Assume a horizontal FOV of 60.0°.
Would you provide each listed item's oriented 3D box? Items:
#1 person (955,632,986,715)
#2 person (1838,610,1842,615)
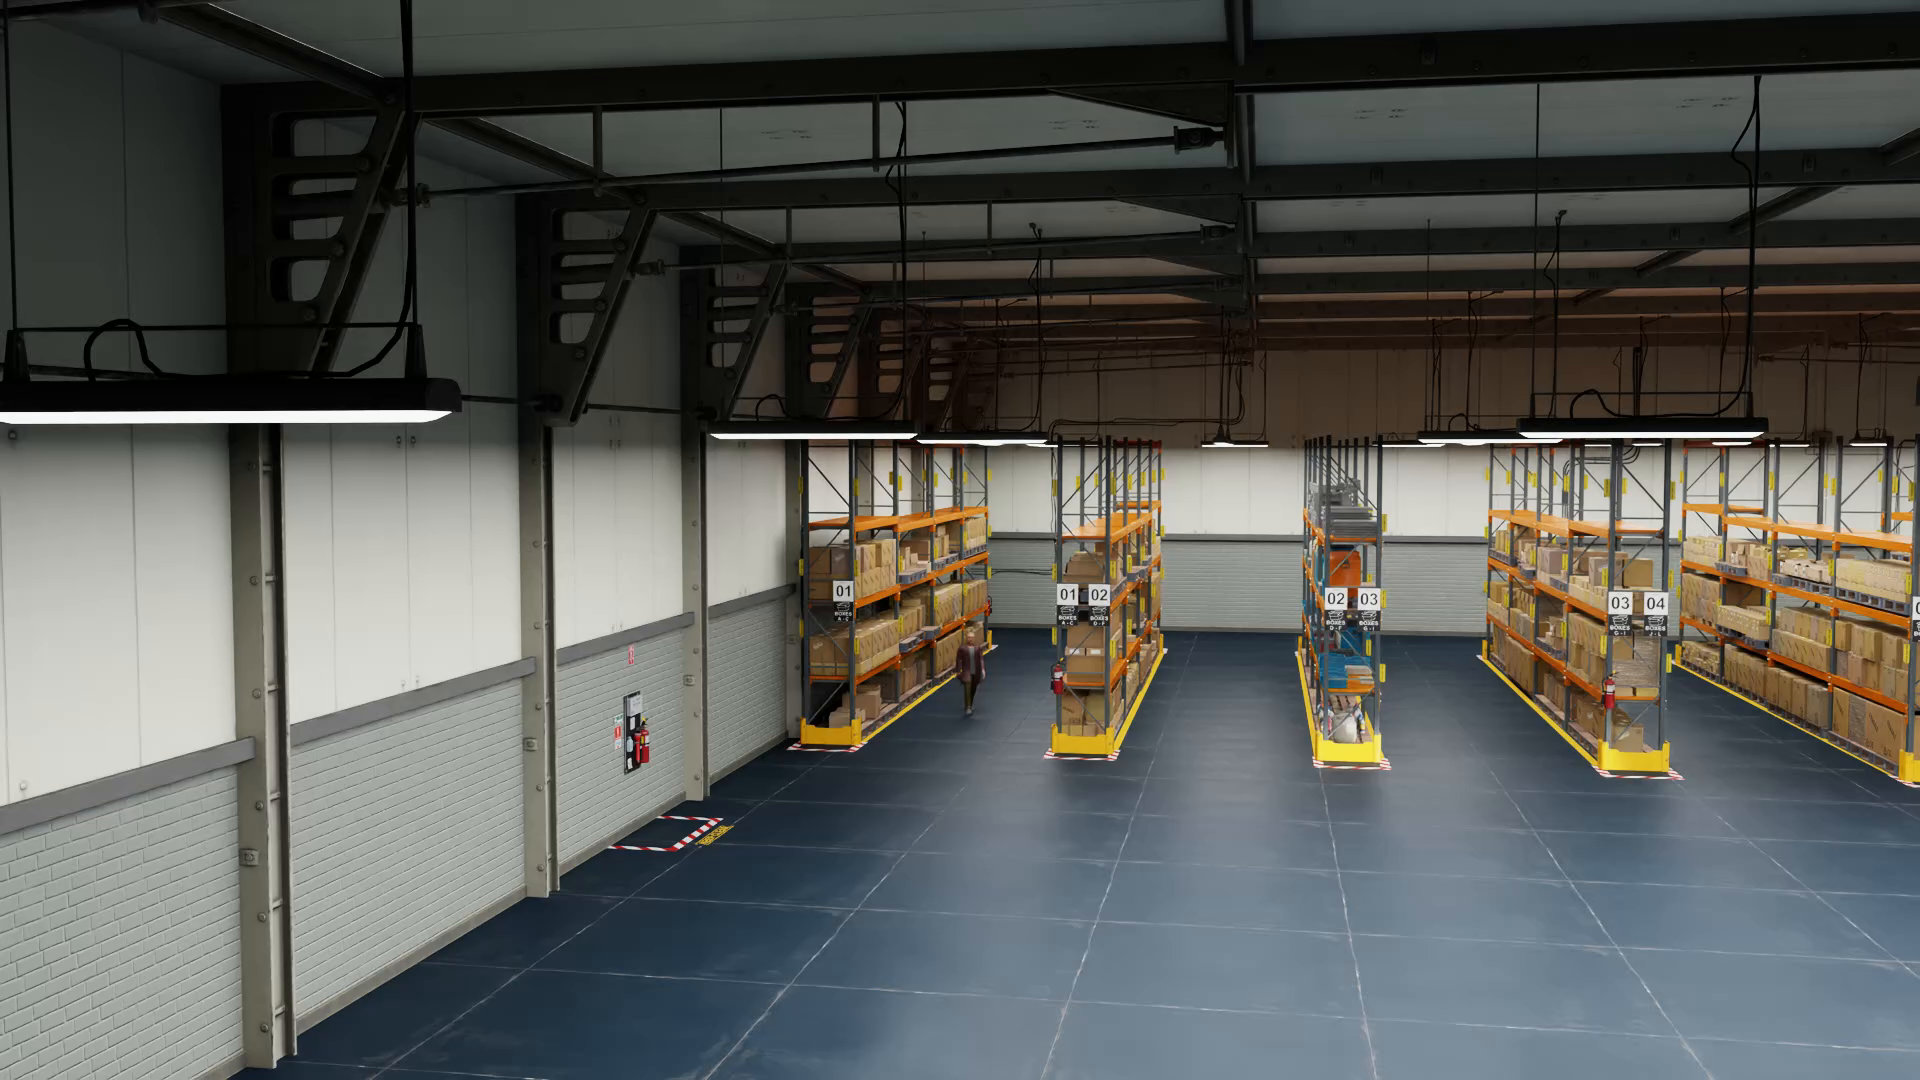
[{"bbox_3d":[0.259,2.885,36.017,0.591,1.746,0.976,-1,3,-24],"label":"person"},{"bbox_3d":[23.236,2.502,44.279,0.645,1.660,0.515,0,3,-6],"label":"person"}]
